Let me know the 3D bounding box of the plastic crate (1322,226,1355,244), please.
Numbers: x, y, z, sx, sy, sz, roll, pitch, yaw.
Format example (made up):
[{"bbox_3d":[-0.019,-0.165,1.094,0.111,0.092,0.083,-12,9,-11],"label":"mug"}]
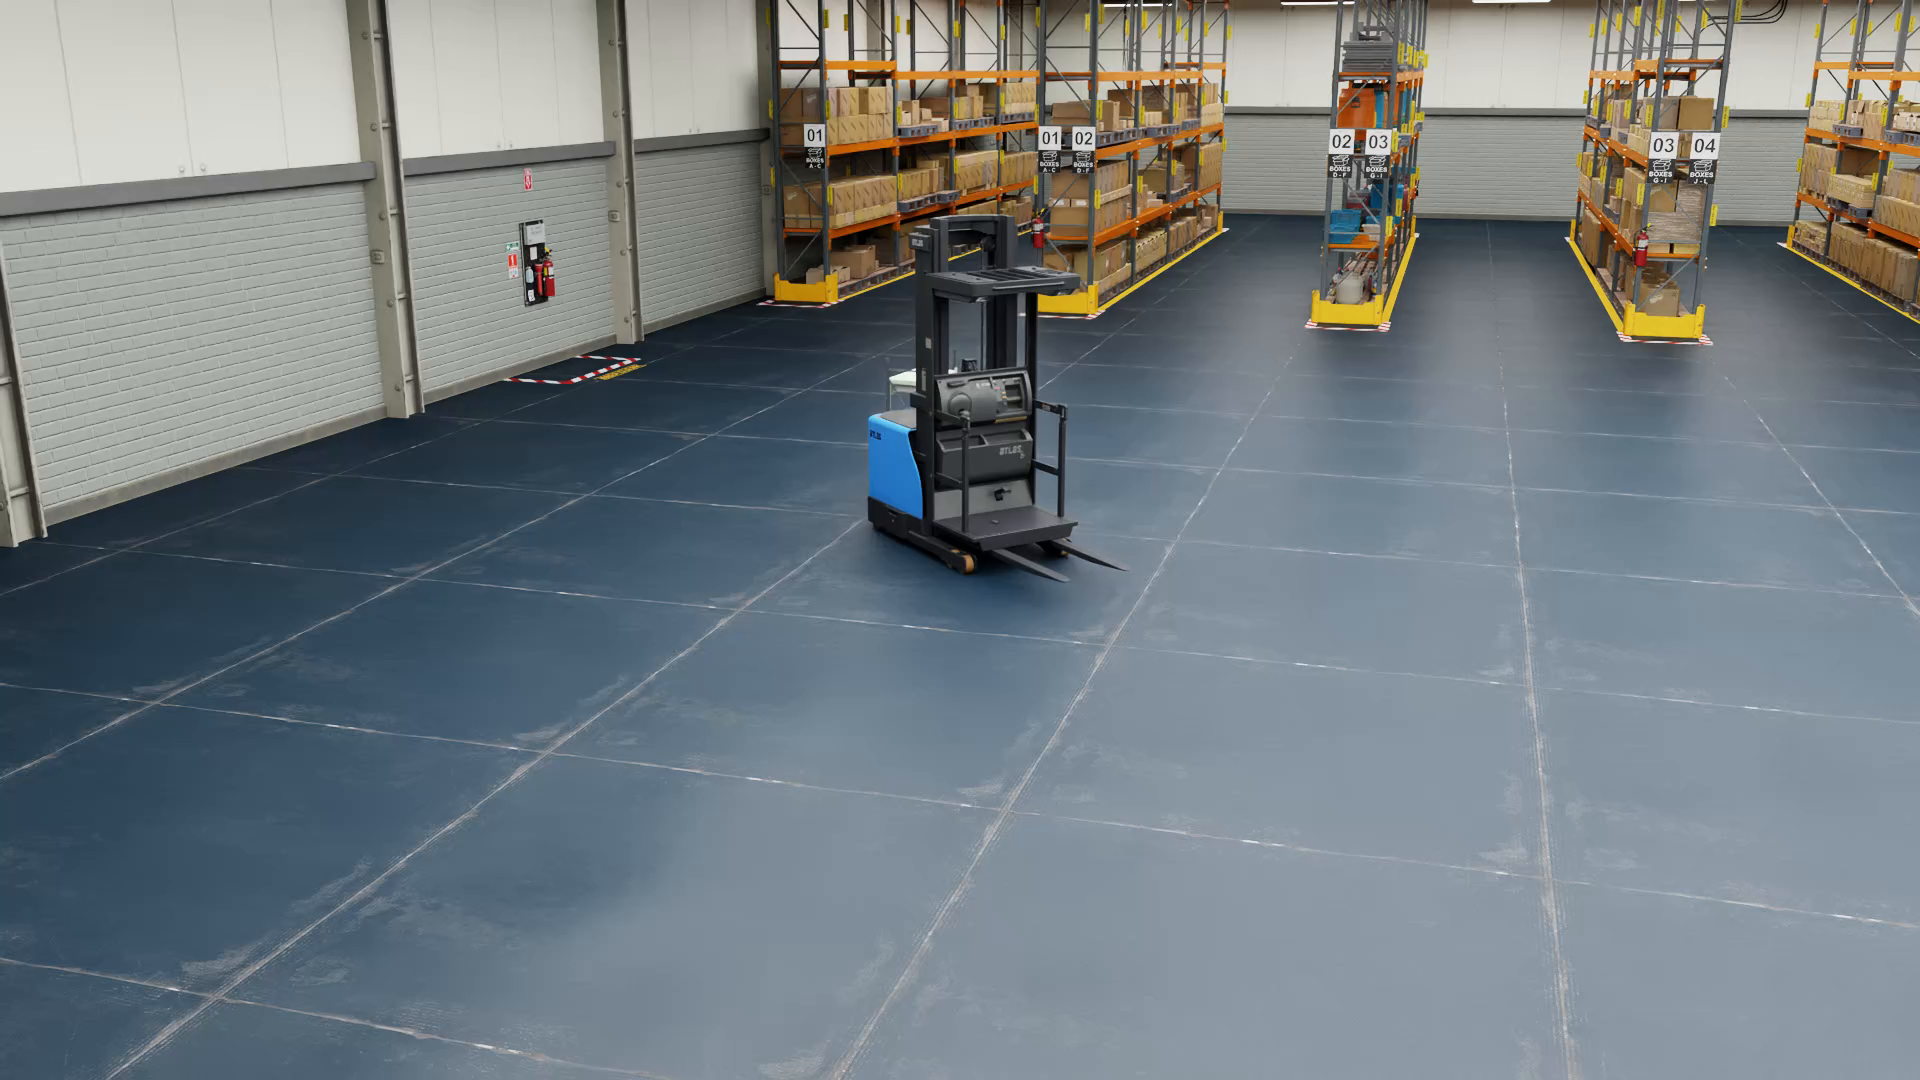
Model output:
[{"bbox_3d":[6.462,-5.214,28.408,0.499,0.251,0.616,5,16,16],"label":"plastic crate"}]

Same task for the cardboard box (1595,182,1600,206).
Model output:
[{"bbox_3d":[13.969,-7.436,35.785,0.500,0.500,0.500,5,17,17],"label":"cardboard box"}]

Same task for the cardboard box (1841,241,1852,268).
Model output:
[{"bbox_3d":[18.578,-5.896,34.352,0.500,0.500,0.500,4,16,13],"label":"cardboard box"}]

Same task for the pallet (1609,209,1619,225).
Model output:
[{"bbox_3d":[13.106,-6.227,32.058,1.003,0.211,1.213,5,16,16],"label":"pallet"}]

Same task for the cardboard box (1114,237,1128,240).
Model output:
[{"bbox_3d":[3.268,-6.238,34.988,0.500,0.311,0.500,4,16,15],"label":"cardboard box"}]

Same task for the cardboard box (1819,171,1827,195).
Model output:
[{"bbox_3d":[19.508,-7.951,37.057,0.500,0.500,0.500,4,16,14],"label":"cardboard box"}]

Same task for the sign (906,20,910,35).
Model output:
[{"bbox_3d":[-1.151,-11.446,37.112,0.100,0.325,0.005,5,16,16],"label":"sign"}]

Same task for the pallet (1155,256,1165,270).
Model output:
[{"bbox_3d":[3.861,-6.055,36.212,1.003,0.211,1.213,5,16,16],"label":"pallet"}]

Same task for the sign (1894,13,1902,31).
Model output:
[{"bbox_3d":[17.833,-9.842,31.602,0.100,0.325,0.005,5,16,16],"label":"sign"}]

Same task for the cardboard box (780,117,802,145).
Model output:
[{"bbox_3d":[-3.016,-7.529,30.581,0.500,0.500,0.500,6,17,20],"label":"cardboard box"}]

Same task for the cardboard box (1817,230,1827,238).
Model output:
[{"bbox_3d":[19.443,-6.841,37.237,0.380,0.149,0.250,4,16,15],"label":"cardboard box"}]

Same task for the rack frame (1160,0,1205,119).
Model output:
[{"bbox_3d":[5.269,-11.542,39.451,1.000,3.000,0.127,5,16,16],"label":"rack frame"}]

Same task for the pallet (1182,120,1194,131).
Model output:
[{"bbox_3d":[4.725,-9.572,38.347,1.213,0.211,1.003,5,16,16],"label":"pallet"}]

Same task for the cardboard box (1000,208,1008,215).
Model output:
[{"bbox_3d":[0.829,-8.226,42.566,0.700,0.500,0.500,5,17,17],"label":"cardboard box"}]

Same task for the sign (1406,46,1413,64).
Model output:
[{"bbox_3d":[8.268,-8.918,30.583,0.100,0.325,0.005,5,16,16],"label":"sign"}]

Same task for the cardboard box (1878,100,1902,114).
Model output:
[{"bbox_3d":[18.353,-8.550,32.813,0.396,0.266,0.258,5,16,16],"label":"cardboard box"}]

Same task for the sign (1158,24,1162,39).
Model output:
[{"bbox_3d":[4.754,-12.076,39.478,0.100,0.325,0.005,5,16,16],"label":"sign"}]

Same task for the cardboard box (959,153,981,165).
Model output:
[{"bbox_3d":[0.187,-9.059,39.551,0.500,0.250,0.500,4,16,15],"label":"cardboard box"}]

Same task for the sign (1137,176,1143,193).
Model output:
[{"bbox_3d":[3.528,-6.975,32.612,0.100,0.325,0.005,5,16,16],"label":"sign"}]

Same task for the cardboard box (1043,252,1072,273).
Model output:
[{"bbox_3d":[1.726,-4.920,29.993,0.500,0.500,0.500,5,16,16],"label":"cardboard box"}]

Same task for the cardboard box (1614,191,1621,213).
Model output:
[{"bbox_3d":[12.896,-6.506,31.732,0.797,0.503,0.637,6,17,22],"label":"cardboard box"}]

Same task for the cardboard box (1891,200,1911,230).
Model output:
[{"bbox_3d":[17.540,-5.985,30.672,0.500,0.500,0.500,4,16,15],"label":"cardboard box"}]

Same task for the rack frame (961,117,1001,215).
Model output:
[{"bbox_3d":[0.519,-9.039,41.621,1.000,3.000,0.127,5,16,16],"label":"rack frame"}]

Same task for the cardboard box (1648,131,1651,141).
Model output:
[{"bbox_3d":[11.135,-6.407,26.388,0.380,0.149,0.250,5,16,16],"label":"cardboard box"}]

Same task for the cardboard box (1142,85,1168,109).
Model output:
[{"bbox_3d":[4.262,-9.695,36.422,0.500,0.500,0.500,5,16,16],"label":"cardboard box"}]

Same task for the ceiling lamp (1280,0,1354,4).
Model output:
[{"bbox_3d":[9.566,-15.904,44.133,2.000,3.185,0.800,5,16,16],"label":"ceiling lamp"}]

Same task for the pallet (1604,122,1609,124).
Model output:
[{"bbox_3d":[14.553,-8.994,36.316,0.805,0.209,1.217,4,16,14],"label":"pallet"}]

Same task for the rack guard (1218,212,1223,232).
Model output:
[{"bbox_3d":[6.384,-8.480,44.231,1.175,0.500,0.348,5,16,16],"label":"rack guard"}]

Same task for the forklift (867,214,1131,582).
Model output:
[{"bbox_3d":[0.327,-1.263,14.332,1.130,2.935,3.031,-9,18,-30],"label":"forklift"}]

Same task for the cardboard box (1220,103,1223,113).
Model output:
[{"bbox_3d":[6.504,-11.160,42.959,0.500,0.250,0.500,5,16,16],"label":"cardboard box"}]

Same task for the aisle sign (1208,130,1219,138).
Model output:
[{"bbox_3d":[6.719,-10.947,43.584,0.394,0.787,0.004,5,16,16],"label":"aisle sign"}]

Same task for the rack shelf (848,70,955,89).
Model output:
[{"bbox_3d":[-1.187,-9.817,35.421,1.077,0.370,4.000,5,16,16],"label":"rack shelf"}]

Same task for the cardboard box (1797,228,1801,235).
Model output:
[{"bbox_3d":[20.102,-7.311,39.439,0.380,0.149,0.250,5,16,16],"label":"cardboard box"}]

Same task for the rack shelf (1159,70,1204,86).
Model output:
[{"bbox_3d":[4.701,-10.480,37.759,1.077,0.370,4.000,5,16,16],"label":"rack shelf"}]

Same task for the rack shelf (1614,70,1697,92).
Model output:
[{"bbox_3d":[13.061,-8.665,31.358,1.077,0.370,4.000,5,16,16],"label":"rack shelf"}]

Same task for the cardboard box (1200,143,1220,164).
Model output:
[{"bbox_3d":[6.400,-9.961,42.858,0.500,0.500,0.500,5,17,17],"label":"cardboard box"}]

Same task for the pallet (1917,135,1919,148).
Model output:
[{"bbox_3d":[17.432,-6.977,29.206,0.805,0.209,1.217,4,16,14],"label":"pallet"}]

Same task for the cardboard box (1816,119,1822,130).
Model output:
[{"bbox_3d":[19.969,-9.522,38.102,0.500,0.250,0.500,4,16,14],"label":"cardboard box"}]

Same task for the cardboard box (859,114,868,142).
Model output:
[{"bbox_3d":[-2.094,-7.884,31.832,0.500,0.500,0.500,6,17,19],"label":"cardboard box"}]

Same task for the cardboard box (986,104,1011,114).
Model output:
[{"bbox_3d":[0.968,-10.820,41.726,0.500,0.250,0.500,5,16,16],"label":"cardboard box"}]

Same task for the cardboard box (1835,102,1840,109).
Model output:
[{"bbox_3d":[19.414,-9.519,36.444,0.380,0.149,0.250,5,16,16],"label":"cardboard box"}]

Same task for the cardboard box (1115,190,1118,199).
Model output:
[{"bbox_3d":[2.761,-6.503,31.309,0.380,0.149,0.250,5,17,17],"label":"cardboard box"}]

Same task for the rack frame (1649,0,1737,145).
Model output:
[{"bbox_3d":[11.356,-7.633,25.671,1.000,3.000,0.127,5,16,16],"label":"rack frame"}]

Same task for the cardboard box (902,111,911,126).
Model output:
[{"bbox_3d":[-1.348,-8.846,34.838,0.500,0.311,0.500,5,17,18],"label":"cardboard box"}]

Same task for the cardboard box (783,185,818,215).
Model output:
[{"bbox_3d":[-2.962,-6.338,30.961,0.500,0.500,0.500,4,16,15],"label":"cardboard box"}]

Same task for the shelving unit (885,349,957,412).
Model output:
[{"bbox_3d":[-0.372,-1.082,16.315,0.431,1.500,0.755,7,17,24],"label":"shelving unit"}]

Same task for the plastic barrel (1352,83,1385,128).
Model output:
[{"bbox_3d":[7.358,-7.812,30.110,0.600,0.901,0.708,5,16,16],"label":"plastic barrel"}]

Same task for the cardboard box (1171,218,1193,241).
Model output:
[{"bbox_3d":[5.255,-7.385,39.564,0.500,0.500,0.500,5,16,16],"label":"cardboard box"}]

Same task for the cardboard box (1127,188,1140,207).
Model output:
[{"bbox_3d":[3.379,-6.948,34.067,0.500,0.500,0.500,6,17,20],"label":"cardboard box"}]

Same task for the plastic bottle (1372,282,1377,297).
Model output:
[{"bbox_3d":[7.421,-4.481,29.743,0.097,0.271,0.097,0,16,0],"label":"plastic bottle"}]

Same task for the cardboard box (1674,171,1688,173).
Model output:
[{"bbox_3d":[12.345,-6.065,28.576,0.500,0.500,0.500,5,16,16],"label":"cardboard box"}]
